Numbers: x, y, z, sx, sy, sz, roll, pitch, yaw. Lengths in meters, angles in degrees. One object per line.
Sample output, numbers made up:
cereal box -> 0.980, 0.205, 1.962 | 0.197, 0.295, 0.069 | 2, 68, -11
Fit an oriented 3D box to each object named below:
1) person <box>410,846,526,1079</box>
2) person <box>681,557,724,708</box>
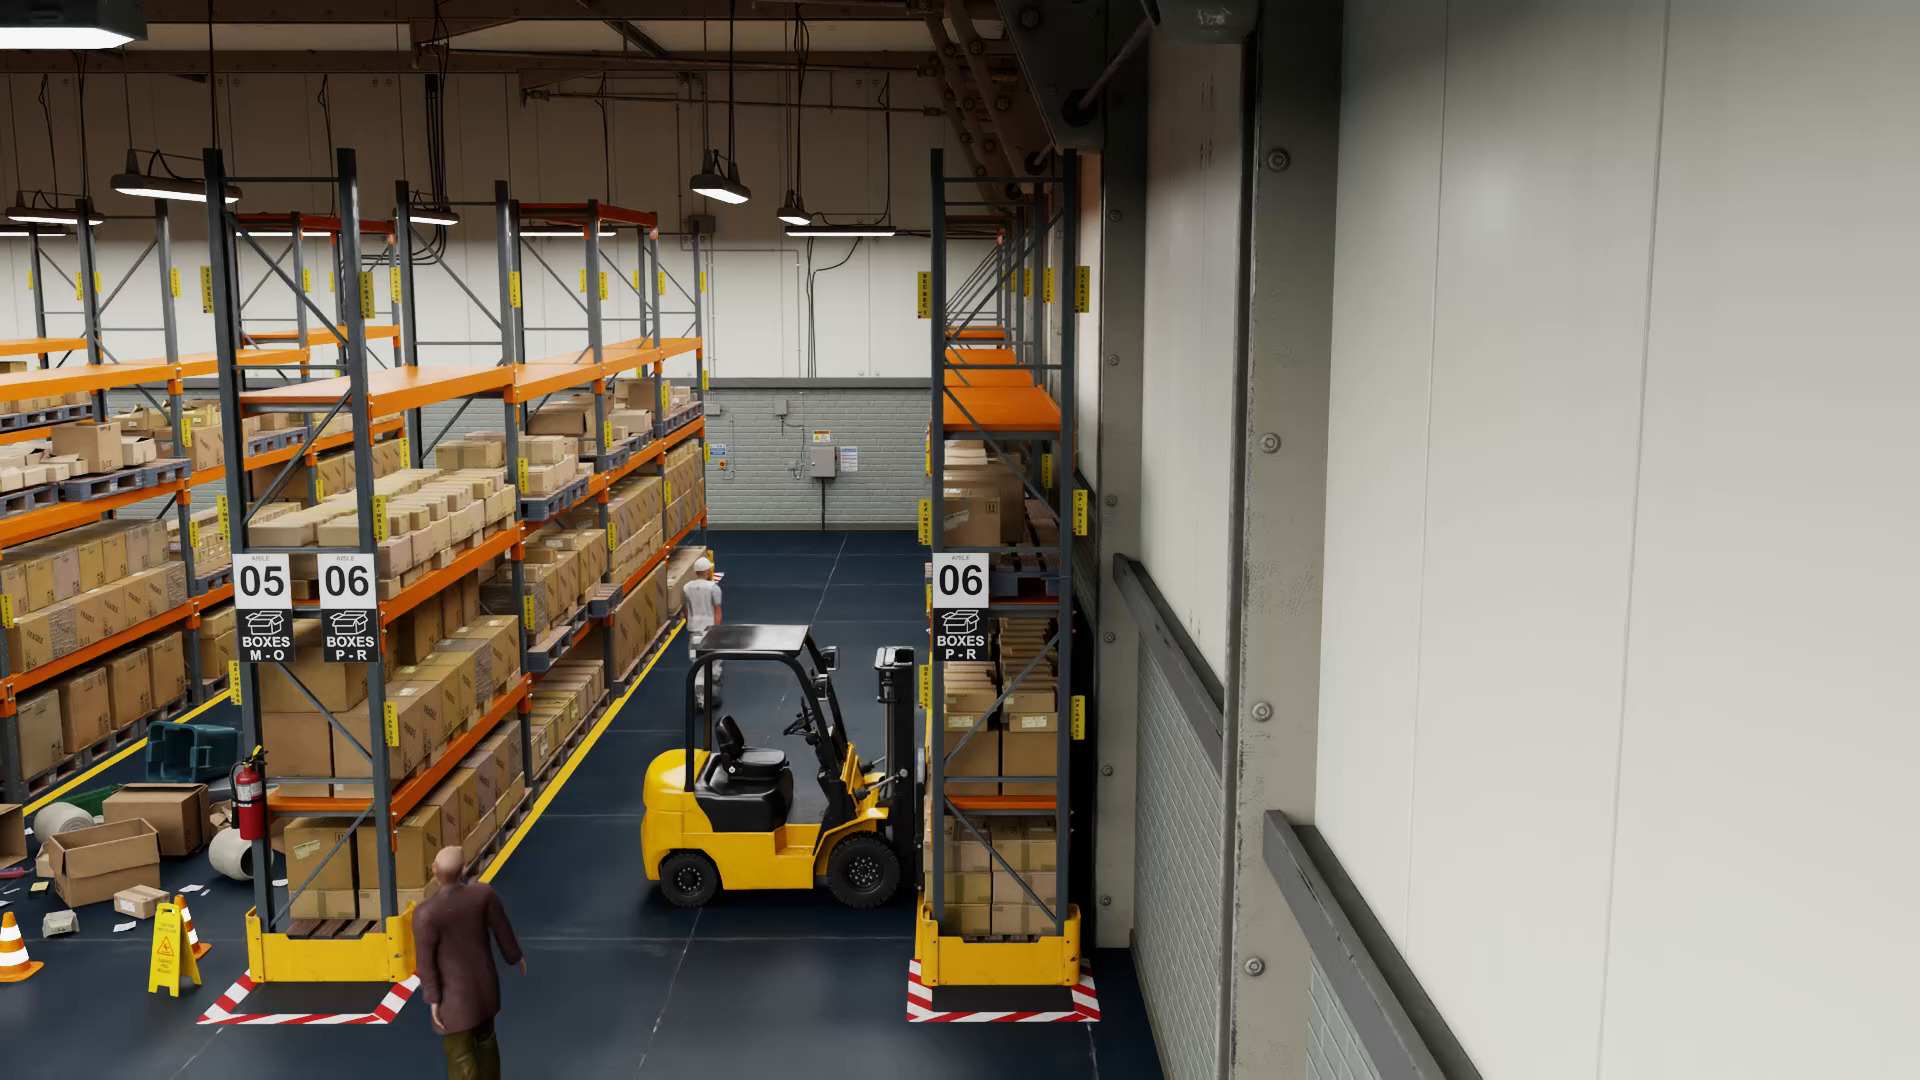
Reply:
person -> -2.956, 2.699, 10.080 | 0.480, 1.784, 0.767 | 6, 11, 32
person -> -3.072, 1.078, 19.940 | 0.523, 1.771, 0.653 | -1, 9, -5
